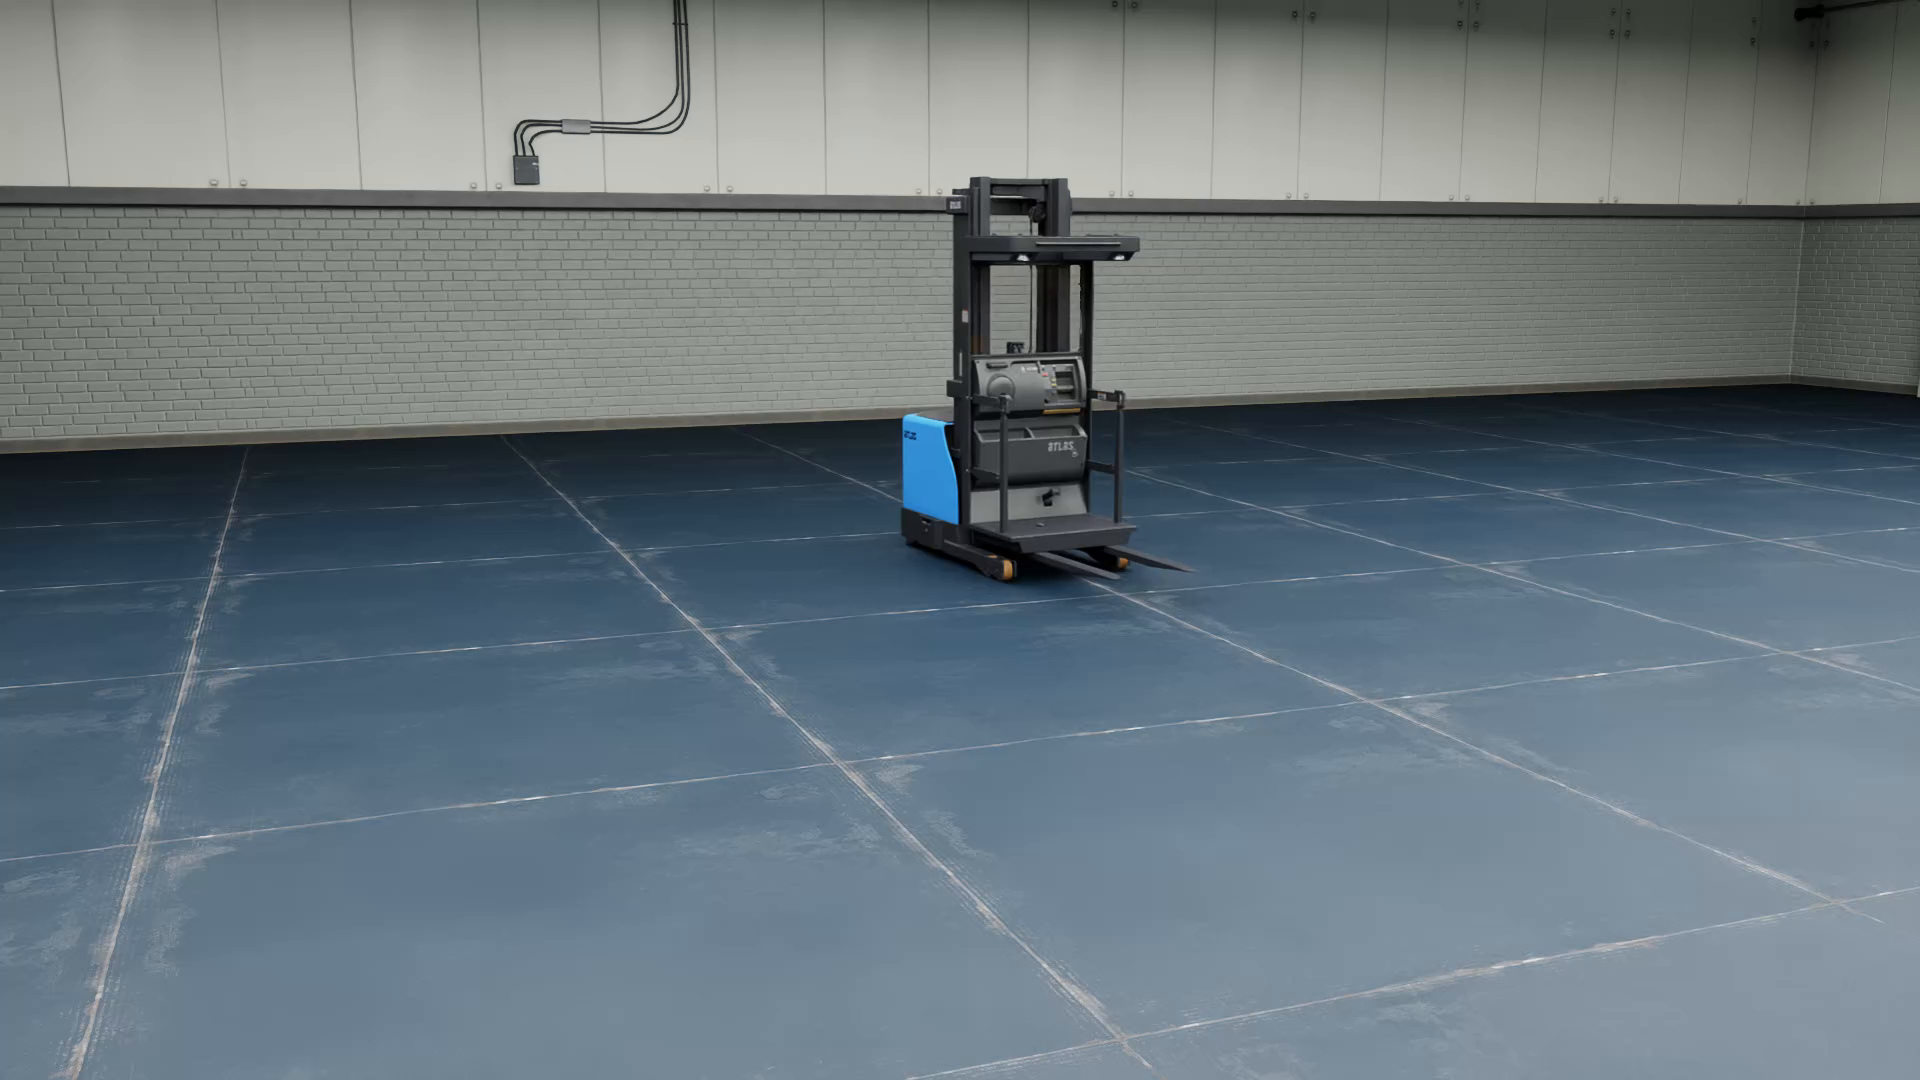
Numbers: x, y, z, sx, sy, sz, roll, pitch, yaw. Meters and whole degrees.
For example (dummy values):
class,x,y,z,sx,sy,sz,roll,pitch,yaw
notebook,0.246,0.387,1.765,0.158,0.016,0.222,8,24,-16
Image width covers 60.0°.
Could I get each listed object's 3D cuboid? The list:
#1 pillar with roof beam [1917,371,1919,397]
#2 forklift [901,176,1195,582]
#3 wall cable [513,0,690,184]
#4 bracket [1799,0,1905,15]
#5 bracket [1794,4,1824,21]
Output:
class,x,y,z,sx,sy,sz,roll,pitch,yaw
pillar with roof beam,11.728,-6.459,24.535,9.100,9.000,0.400,-4,11,-21
forklift,0.637,-1.225,12.439,1.130,2.935,3.031,-5,11,-27
wall cable,-4.599,-7.572,21.082,2.305,6.003,0.169,-4,11,-21
bracket,14.615,-8.840,27.643,0.076,0.066,3.189,-4,11,-21
bracket,14.401,-8.936,28.185,0.235,0.232,0.430,-4,11,-21
